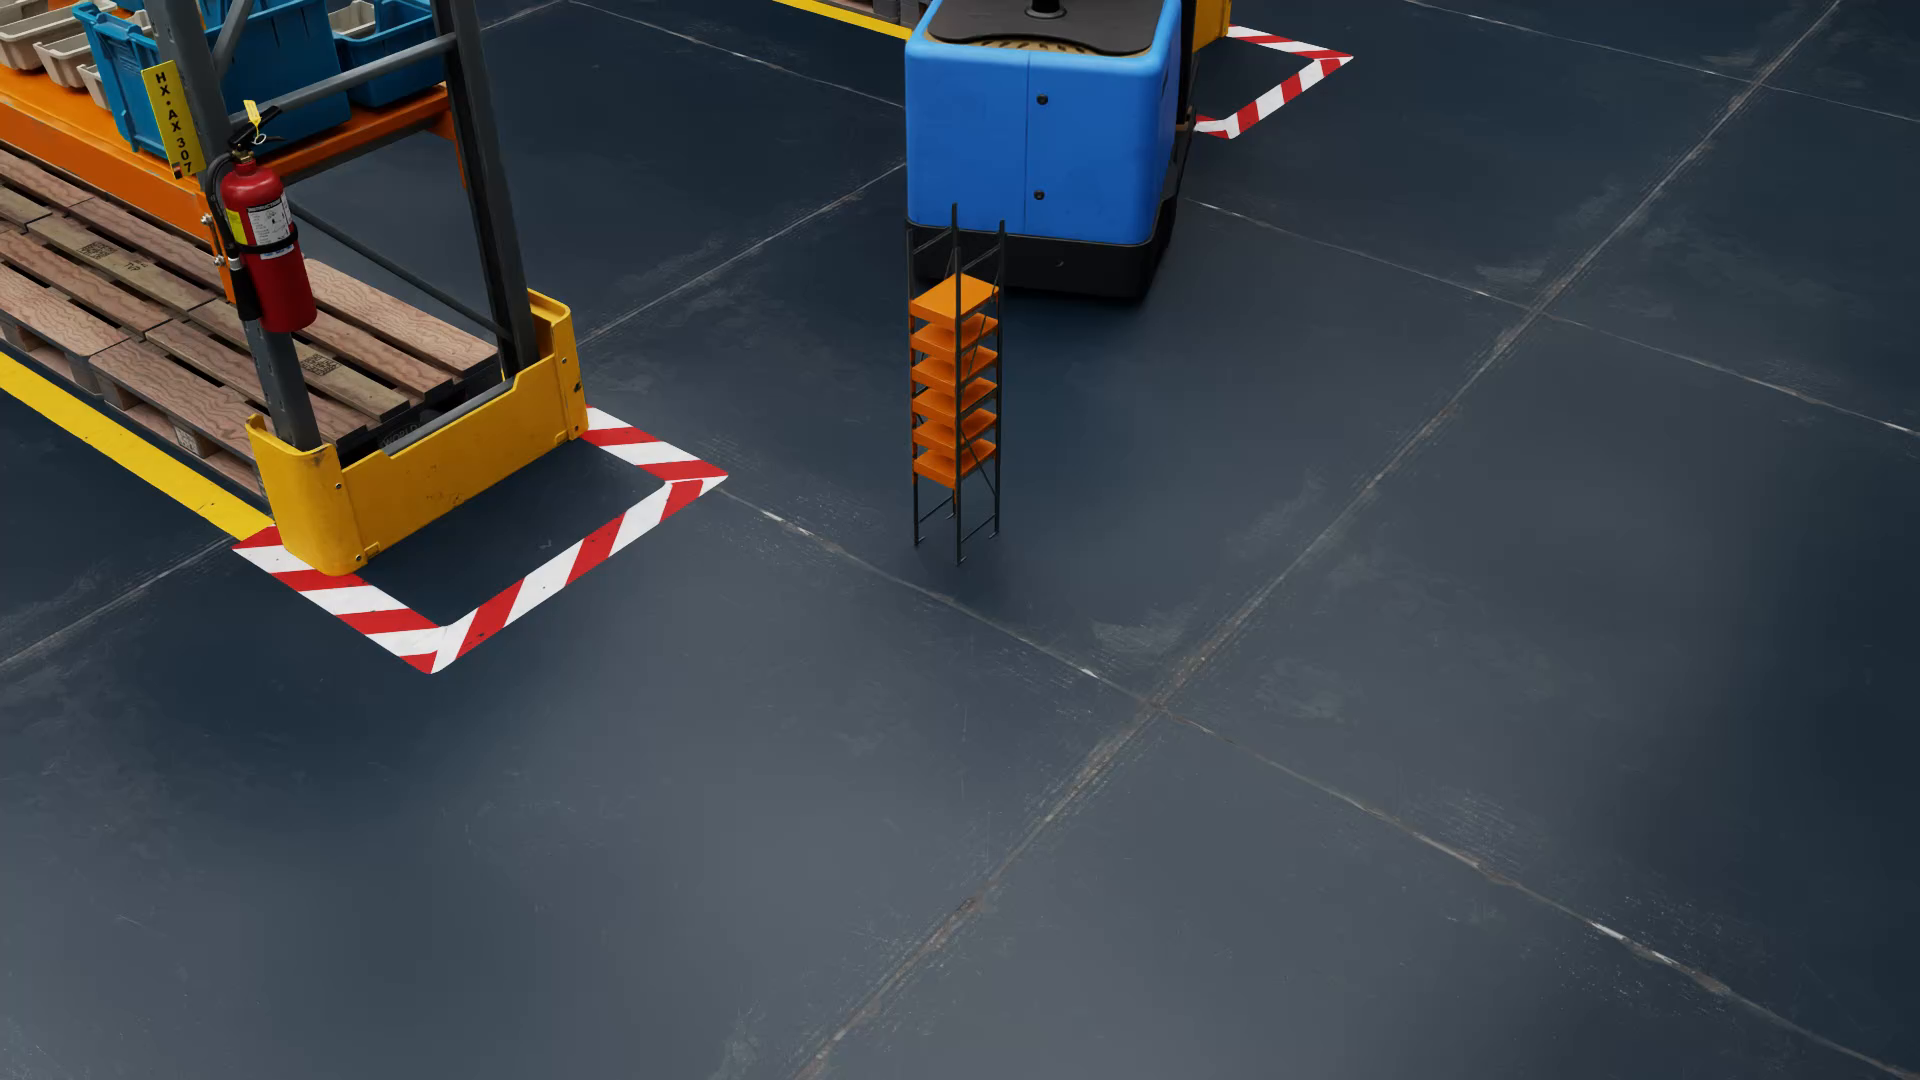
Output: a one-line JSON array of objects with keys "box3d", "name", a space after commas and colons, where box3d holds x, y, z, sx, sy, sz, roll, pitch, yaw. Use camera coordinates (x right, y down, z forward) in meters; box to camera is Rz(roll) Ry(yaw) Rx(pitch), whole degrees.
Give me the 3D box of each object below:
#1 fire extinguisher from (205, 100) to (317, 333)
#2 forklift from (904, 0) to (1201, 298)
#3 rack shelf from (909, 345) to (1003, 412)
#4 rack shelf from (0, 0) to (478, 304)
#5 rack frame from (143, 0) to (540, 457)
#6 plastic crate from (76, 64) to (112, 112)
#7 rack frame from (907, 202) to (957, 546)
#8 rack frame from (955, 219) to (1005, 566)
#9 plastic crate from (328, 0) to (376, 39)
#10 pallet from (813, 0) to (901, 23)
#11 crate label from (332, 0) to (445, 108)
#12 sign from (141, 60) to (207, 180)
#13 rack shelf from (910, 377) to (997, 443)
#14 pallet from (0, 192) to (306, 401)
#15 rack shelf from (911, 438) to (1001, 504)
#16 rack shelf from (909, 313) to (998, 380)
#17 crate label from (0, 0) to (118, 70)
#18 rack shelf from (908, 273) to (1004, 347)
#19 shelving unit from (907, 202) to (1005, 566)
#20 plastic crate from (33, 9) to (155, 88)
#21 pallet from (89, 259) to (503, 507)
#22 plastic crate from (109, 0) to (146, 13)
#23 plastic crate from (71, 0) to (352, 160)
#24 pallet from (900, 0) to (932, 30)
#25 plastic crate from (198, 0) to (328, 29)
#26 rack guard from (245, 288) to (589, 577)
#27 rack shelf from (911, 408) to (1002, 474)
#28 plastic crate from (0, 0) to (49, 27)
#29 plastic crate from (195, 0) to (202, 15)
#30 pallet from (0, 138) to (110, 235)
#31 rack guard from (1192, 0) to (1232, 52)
[{"box3d": [-2.053, -0.938, 4.880, 0.183, 0.674, 0.296, 25, 45, 29], "name": "fire extinguisher"}, {"box3d": [0.569, -3.073, 7.297, 1.130, 2.935, 3.031, 7, 39, 9], "name": "forklift"}, {"box3d": [-0.012, -0.537, 5.340, 0.180, 0.103, 0.258, 25, 45, 29], "name": "rack shelf"}, {"box3d": [-3.485, -1.860, 6.276, 4.000, 0.370, 1.077, 25, 45, 29], "name": "rack shelf"}, {"box3d": [-1.896, -1.394, 5.098, 0.127, 3.000, 1.000, 25, 45, 29], "name": "rack frame"}, {"box3d": [-2.654, -1.531, 5.437, 0.243, 0.136, 0.396, 25, 45, 29], "name": "plastic crate"}, {"box3d": [-0.084, -0.512, 5.431, 0.006, 1.200, 0.240, 25, 45, 29], "name": "rack frame"}, {"box3d": [0.061, -0.444, 5.343, 0.006, 1.200, 0.240, 25, 45, 29], "name": "rack frame"}, {"box3d": [-2.097, -1.728, 5.690, 0.298, 0.136, 0.250, 25, 45, 29], "name": "plastic crate"}, {"box3d": [-0.543, -3.504, 10.055, 1.213, 0.211, 1.003, 25, 45, 29], "name": "pallet"}, {"box3d": [-1.892, -1.606, 5.455, 0.303, 0.233, 0.416, 25, 45, 29], "name": "crate label"}, {"box3d": [-2.218, -1.183, 4.696, 0.005, 0.325, 0.100, 25, 45, 29], "name": "sign"}, {"box3d": [-0.012, -0.443, 5.414, 0.180, 0.103, 0.258, 25, 45, 29], "name": "rack shelf"}, {"box3d": [-3.493, -1.081, 6.960, 1.213, 0.211, 1.003, 25, 45, 29], "name": "pallet"}, {"box3d": [-0.012, -0.254, 5.562, 0.180, 0.103, 0.258, 25, 45, 29], "name": "rack shelf"}, {"box3d": [-0.012, -0.632, 5.266, 0.180, 0.103, 0.258, 25, 45, 29], "name": "rack shelf"}, {"box3d": [-3.112, -1.739, 5.703, 0.243, 0.136, 0.396, 25, 45, 29], "name": "crate label"}, {"box3d": [-0.012, -0.726, 5.192, 0.180, 0.103, 0.258, 25, 45, 29], "name": "rack shelf"}, {"box3d": [-0.012, -0.478, 5.387, 0.189, 1.200, 0.258, 25, 45, 29], "name": "shelving unit"}, {"box3d": [-2.876, -1.647, 5.585, 0.243, 0.136, 0.396, 25, 45, 29], "name": "plastic crate"}, {"box3d": [-2.528, -0.624, 6.376, 1.213, 0.211, 1.003, 25, 45, 29], "name": "pallet"}, {"box3d": [-2.938, -2.099, 6.085, 0.300, 0.233, 0.416, 25, 45, 29], "name": "plastic crate"}, {"box3d": [-2.276, -1.466, 5.112, 0.499, 0.435, 0.616, 25, 45, 29], "name": "plastic crate"}, {"box3d": [0.422, -3.047, 9.471, 1.213, 0.211, 1.003, 25, 45, 29], "name": "pallet"}, {"box3d": [-2.415, -1.852, 5.770, 0.300, 0.233, 0.416, 25, 45, 29], "name": "plastic crate"}, {"box3d": [-1.869, -0.407, 5.865, 0.348, 0.500, 1.175, 25, 45, 29], "name": "rack guard"}, {"box3d": [-0.012, -0.348, 5.488, 0.180, 0.103, 0.258, 25, 45, 29], "name": "rack shelf"}, {"box3d": [-3.358, -1.841, 5.833, 0.250, 0.136, 0.298, 25, 45, 29], "name": "plastic crate"}, {"box3d": [-2.636, -1.983, 6.014, 0.298, 0.136, 0.250, 25, 45, 29], "name": "plastic crate"}, {"box3d": [-4.466, -1.538, 7.543, 1.213, 0.211, 1.003, 25, 45, 29], "name": "pallet"}, {"box3d": [1.056, -2.863, 9.001, 0.348, 0.500, 1.175, 25, 45, 29], "name": "rack guard"}]
